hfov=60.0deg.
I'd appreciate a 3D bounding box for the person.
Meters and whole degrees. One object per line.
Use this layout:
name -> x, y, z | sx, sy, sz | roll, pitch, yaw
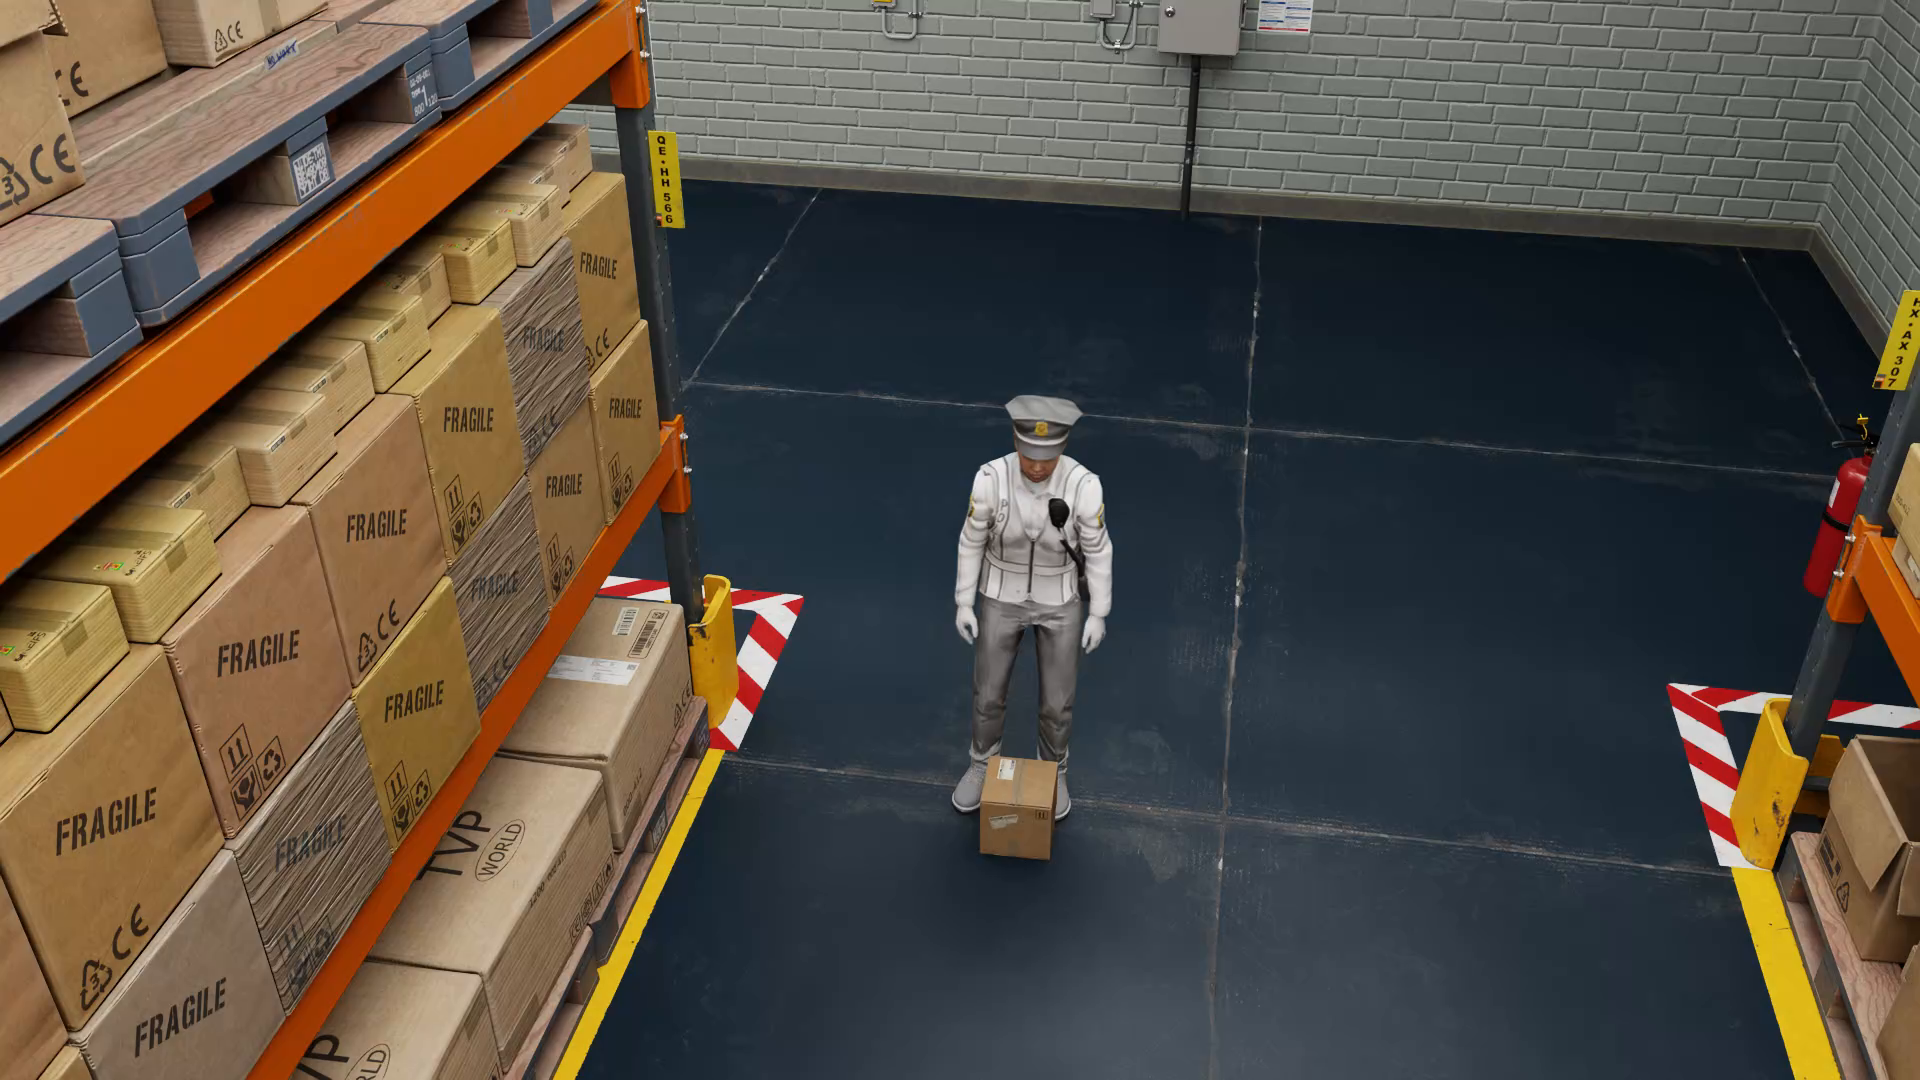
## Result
person -> 0.251, 0.236, 5.764 | 0.541, 1.664, 0.374 | 4, 33, 7
